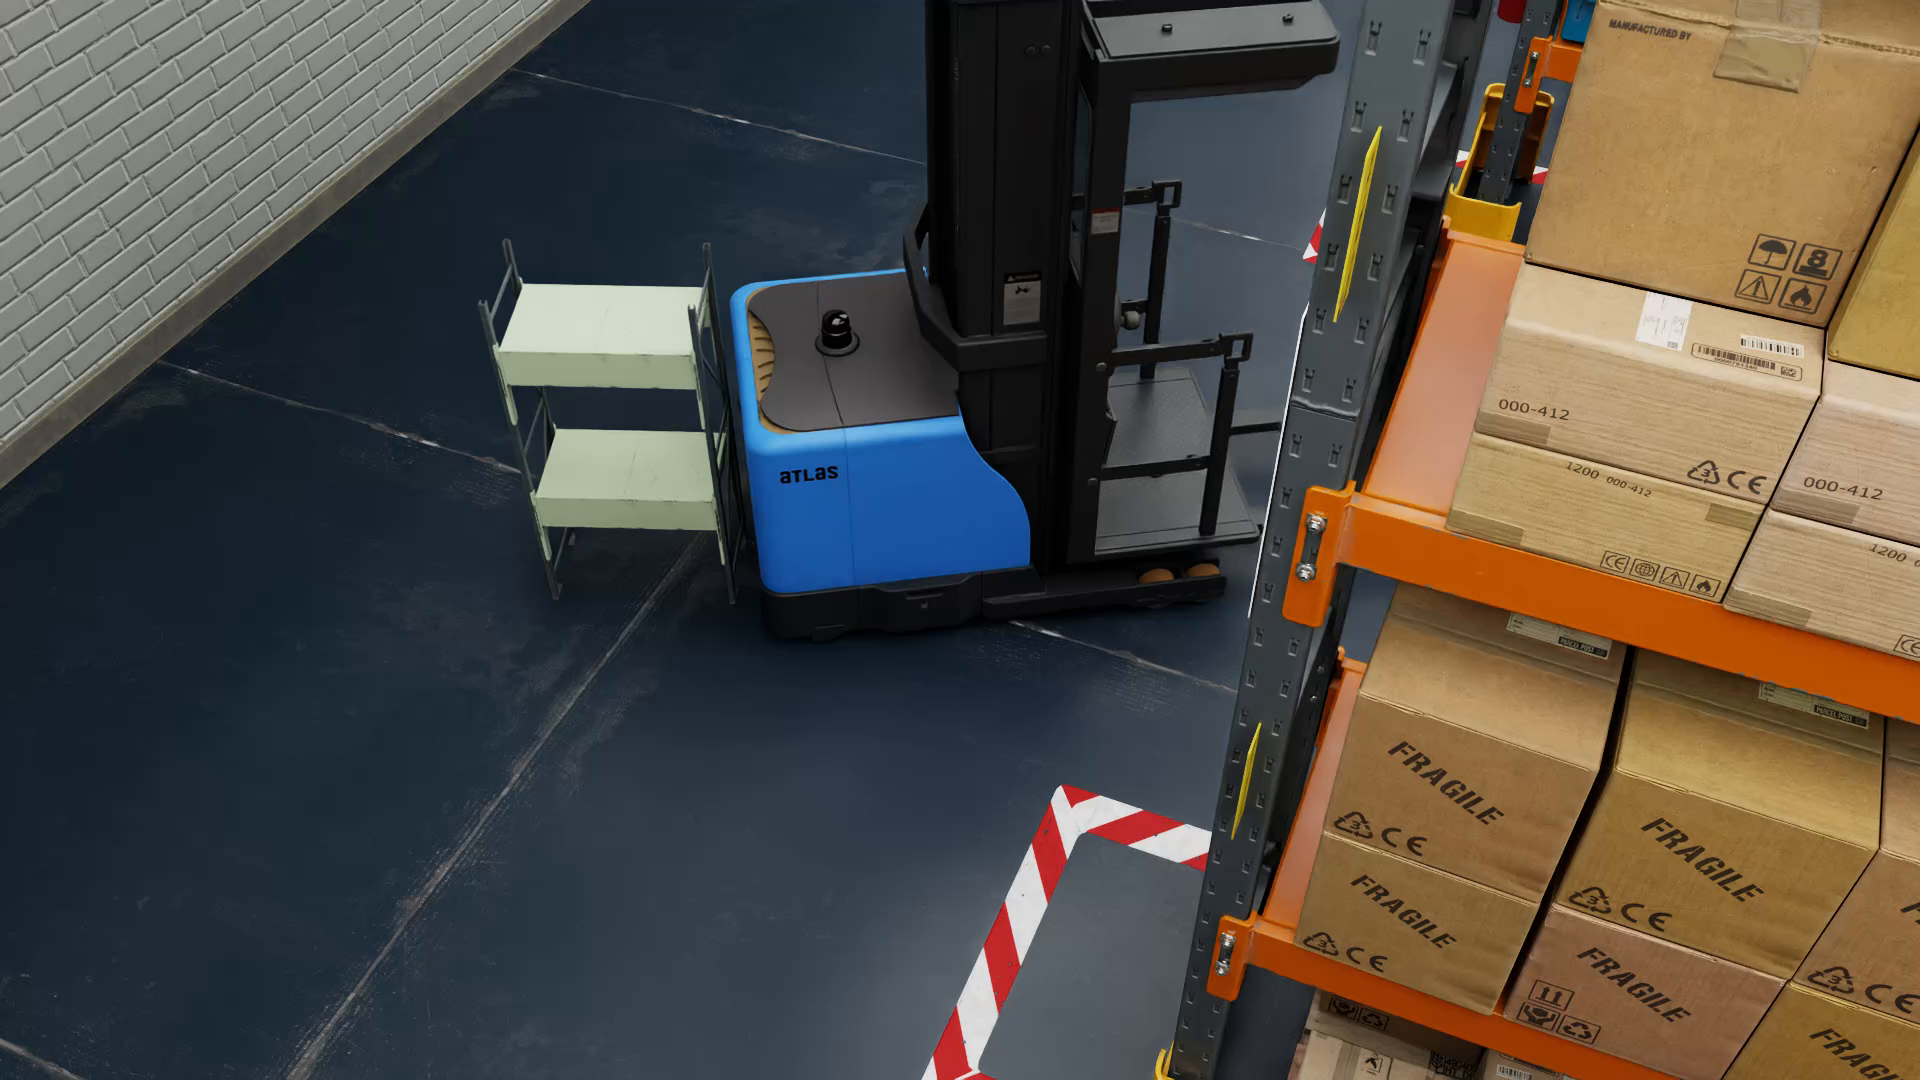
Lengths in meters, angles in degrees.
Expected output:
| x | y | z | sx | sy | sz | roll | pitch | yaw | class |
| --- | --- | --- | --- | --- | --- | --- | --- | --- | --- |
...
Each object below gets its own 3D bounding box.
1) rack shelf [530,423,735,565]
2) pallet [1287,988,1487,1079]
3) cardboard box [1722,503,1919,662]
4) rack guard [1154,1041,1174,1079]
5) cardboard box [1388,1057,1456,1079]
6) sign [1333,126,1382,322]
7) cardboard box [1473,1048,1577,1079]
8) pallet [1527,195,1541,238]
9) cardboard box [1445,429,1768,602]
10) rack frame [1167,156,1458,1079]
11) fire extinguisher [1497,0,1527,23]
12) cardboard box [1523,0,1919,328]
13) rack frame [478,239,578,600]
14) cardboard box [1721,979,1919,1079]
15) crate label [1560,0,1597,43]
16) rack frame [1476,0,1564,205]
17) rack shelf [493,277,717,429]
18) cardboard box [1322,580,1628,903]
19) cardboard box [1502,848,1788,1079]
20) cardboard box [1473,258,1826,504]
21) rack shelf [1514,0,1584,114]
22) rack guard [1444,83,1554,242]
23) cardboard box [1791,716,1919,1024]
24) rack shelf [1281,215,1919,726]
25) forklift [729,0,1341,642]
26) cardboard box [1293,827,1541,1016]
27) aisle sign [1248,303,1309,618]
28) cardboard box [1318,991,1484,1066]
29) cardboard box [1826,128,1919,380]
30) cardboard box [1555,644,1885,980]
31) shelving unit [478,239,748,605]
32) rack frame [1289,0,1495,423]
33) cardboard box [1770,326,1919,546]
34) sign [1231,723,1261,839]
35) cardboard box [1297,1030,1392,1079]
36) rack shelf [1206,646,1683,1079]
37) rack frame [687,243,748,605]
| x | y | z | sx | sy | sz | roll | pitch | yaw | class |
| --- | --- | --- | --- | --- | --- | --- | --- | --- | --- |
| -1.291 | -0.186 | 6.673 | 0.720 | 0.370 | 0.431 | 1 | 45 | 2 | rack shelf |
| 1.668 | 1.730 | 5.200 | 1.213 | 0.211 | 1.003 | 16 | 47 | 16 | pallet |
| 1.694 | -0.056 | 2.998 | 0.500 | 0.250 | 0.500 | 16 | 47 | 16 | cardboard box |
| 0.932 | 1.412 | 5.315 | 0.348 | 0.500 | 1.175 | 16 | 47 | 16 | rack guard |
| 1.347 | 1.759 | 4.891 | 0.250 | 0.166 | 0.380 | 16 | 47 | 16 | cardboard box |
| 0.653 | -0.515 | 2.733 | 0.005 | 0.325 | 0.100 | 16 | 47 | 16 | sign |
| 1.716 | 1.792 | 4.799 | 0.500 | 0.250 | 0.500 | 16 | 47 | 16 | cardboard box |
| 3.518 | -1.481 | 8.427 | 1.213 | 0.211 | 1.003 | 16 | 47 | 16 | pallet |
| 1.238 | -0.200 | 3.143 | 0.500 | 0.250 | 0.500 | 16 | 47 | 16 | cardboard box |
| 0.862 | 0.505 | 4.455 | 0.127 | 3.000 | 1.000 | 16 | 47 | 16 | rack frame |
| 2.808 | -2.895 | 8.192 | 0.183 | 0.674 | 0.296 | 16 | 47 | 16 | fire extinguisher |
| 1.342 | -0.819 | 2.879 | 0.500 | 0.500 | 0.700 | 16 | 47 | 16 | cardboard box |
| -1.658 | -0.425 | 6.453 | 0.023 | 1.500 | 0.400 | 1 | 45 | 2 | rack frame |
| 2.110 | 1.037 | 3.849 | 0.500 | 0.500 | 0.500 | 16 | 47 | 16 | cardboard box |
| 2.873 | -2.399 | 7.449 | 0.303 | 0.233 | 0.416 | 16 | 47 | 16 | crate label |
| 2.772 | -2.718 | 7.694 | 0.127 | 3.000 | 1.000 | 16 | 47 | 16 | rack frame |
| -1.293 | -0.693 | 6.168 | 0.720 | 0.370 | 0.431 | 1 | 45 | 2 | rack shelf |
| 1.170 | 0.407 | 3.773 | 0.500 | 0.500 | 0.500 | 18 | 48 | 17 | cardboard box |
| 1.648 | 0.898 | 3.988 | 0.500 | 0.500 | 0.500 | 16 | 47 | 15 | cardboard box |
| 1.236 | -0.373 | 2.963 | 0.500 | 0.250 | 0.500 | 16 | 47 | 16 | cardboard box |
| 4.618 | -1.920 | 7.402 | 4.000 | 0.370 | 1.077 | 16 | 47 | 16 | rack shelf |
| 2.745 | -1.830 | 8.574 | 0.348 | 0.500 | 1.175 | 16 | 47 | 16 | rack guard |
| 2.115 | 0.684 | 3.496 | 0.500 | 0.500 | 0.500 | 17 | 47 | 16 | cardboard box |
| 2.708 | 0.240 | 3.104 | 4.000 | 0.370 | 1.077 | 16 | 47 | 16 | rack shelf |
| 0.639 | -1.125 | 6.142 | 3.031 | 2.935 | 1.130 | -7 | 45 | -7 | forklift |
| 1.170 | 0.762 | 4.126 | 0.500 | 0.500 | 0.500 | 17 | 47 | 17 | cardboard box |
| 0.686 | -0.244 | 3.364 | 0.004 | 0.787 | 0.394 | 16 | 47 | 16 | aisle sign |
| 1.458 | 1.223 | 5.194 | 0.500 | 0.500 | 0.500 | 16 | 47 | 16 | cardboard box |
| 1.771 | -0.628 | 2.687 | 0.500 | 0.500 | 0.700 | 16 | 47 | 16 | cardboard box |
| 1.655 | 0.544 | 3.635 | 0.500 | 0.500 | 0.500 | 17 | 47 | 16 | cardboard box |
| -1.292 | -0.417 | 6.443 | 0.755 | 1.500 | 0.431 | 1 | 45 | 2 | shelving unit |
| 0.862 | -1.621 | 2.339 | 0.127 | 3.000 | 1.000 | 16 | 47 | 16 | rack frame |
| 1.694 | -0.233 | 2.821 | 0.500 | 0.250 | 0.500 | 16 | 47 | 16 | cardboard box |
| 0.653 | 0.552 | 3.794 | 0.005 | 0.325 | 0.100 | 16 | 47 | 16 | sign |
| 1.116 | 1.697 | 4.966 | 0.250 | 0.149 | 0.380 | 16 | 47 | 16 | cardboard box |
| 2.708 | 1.303 | 4.162 | 4.000 | 0.370 | 1.077 | 16 | 47 | 16 | rack shelf |
| -0.926 | -0.408 | 6.433 | 0.023 | 1.500 | 0.400 | 1 | 45 | 2 | rack frame |
